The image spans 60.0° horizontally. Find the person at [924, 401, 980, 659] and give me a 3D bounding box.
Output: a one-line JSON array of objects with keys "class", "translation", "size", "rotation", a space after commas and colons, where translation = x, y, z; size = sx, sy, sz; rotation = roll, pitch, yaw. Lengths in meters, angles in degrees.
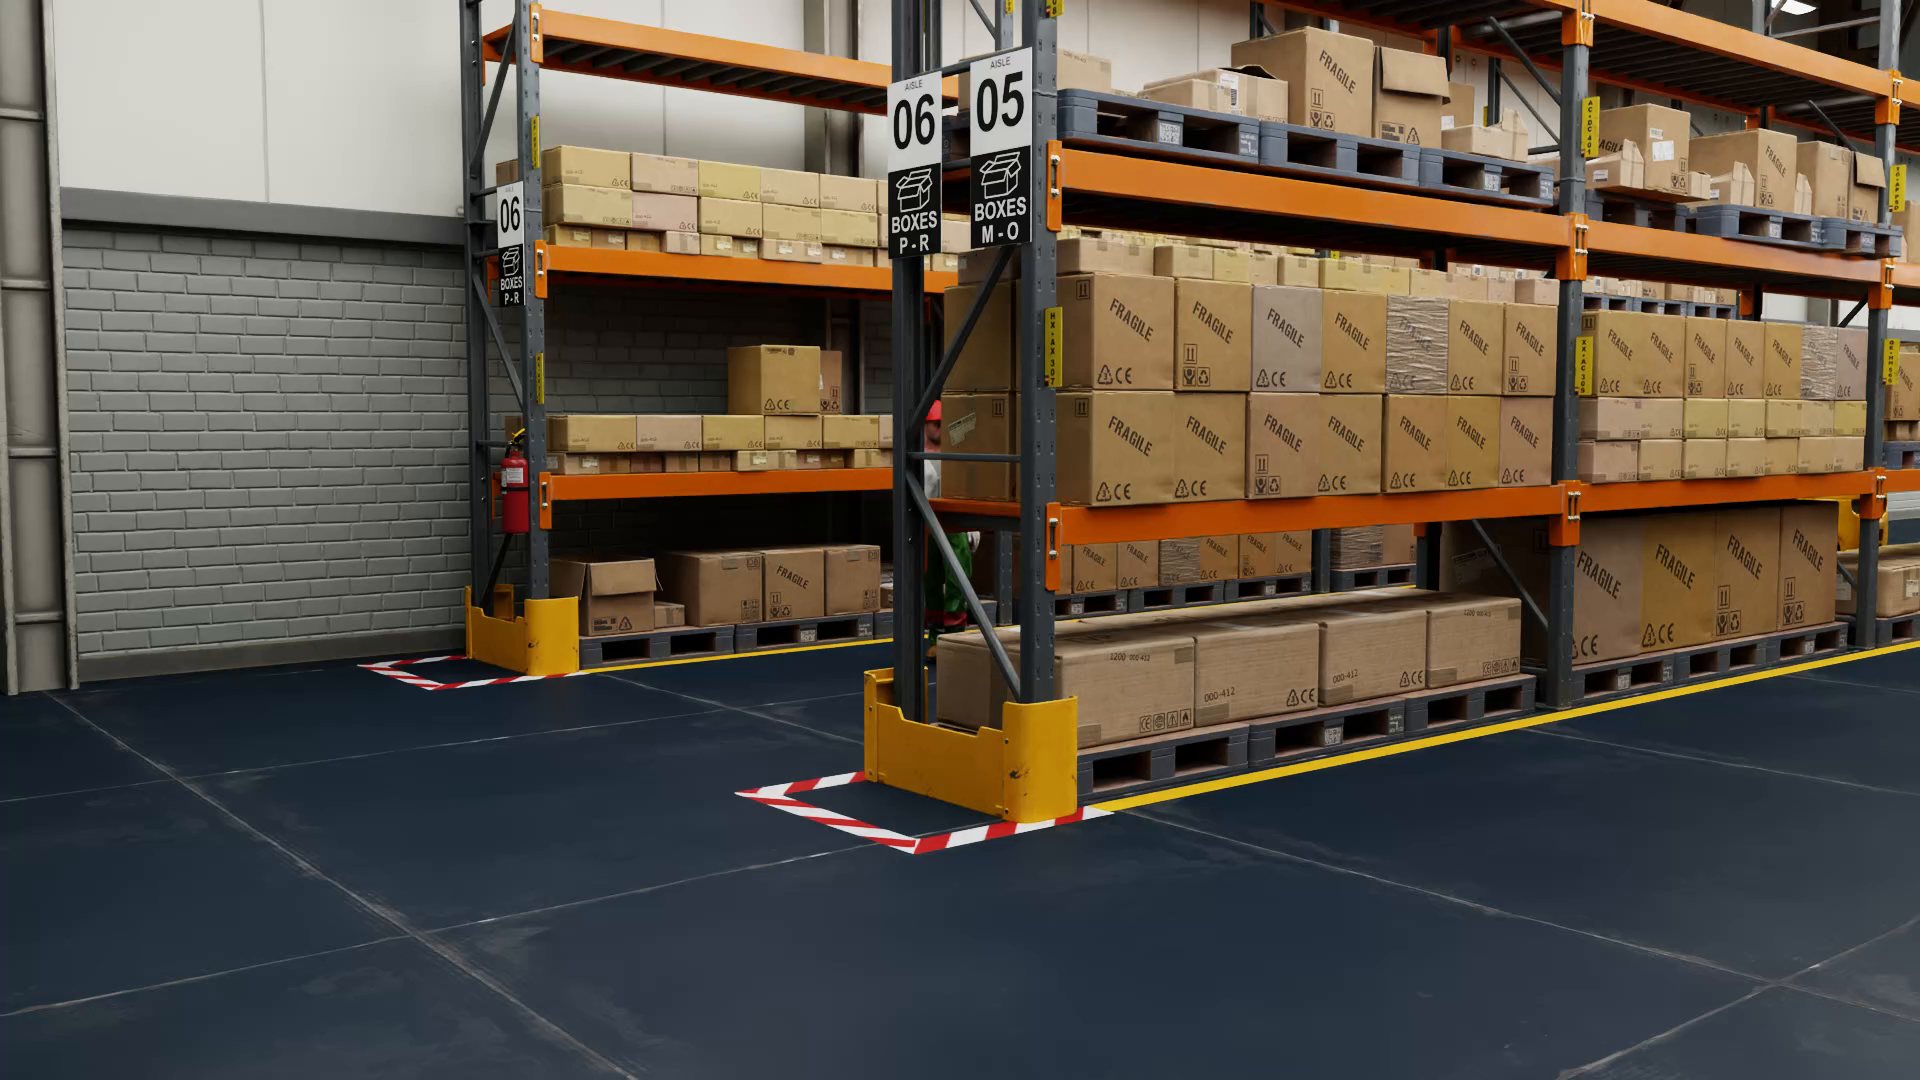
[{"class": "person", "translation": [-0.142, -0.034, 11.181], "size": [0.557, 1.800, 0.689], "rotation": [0, 4, 1]}]
